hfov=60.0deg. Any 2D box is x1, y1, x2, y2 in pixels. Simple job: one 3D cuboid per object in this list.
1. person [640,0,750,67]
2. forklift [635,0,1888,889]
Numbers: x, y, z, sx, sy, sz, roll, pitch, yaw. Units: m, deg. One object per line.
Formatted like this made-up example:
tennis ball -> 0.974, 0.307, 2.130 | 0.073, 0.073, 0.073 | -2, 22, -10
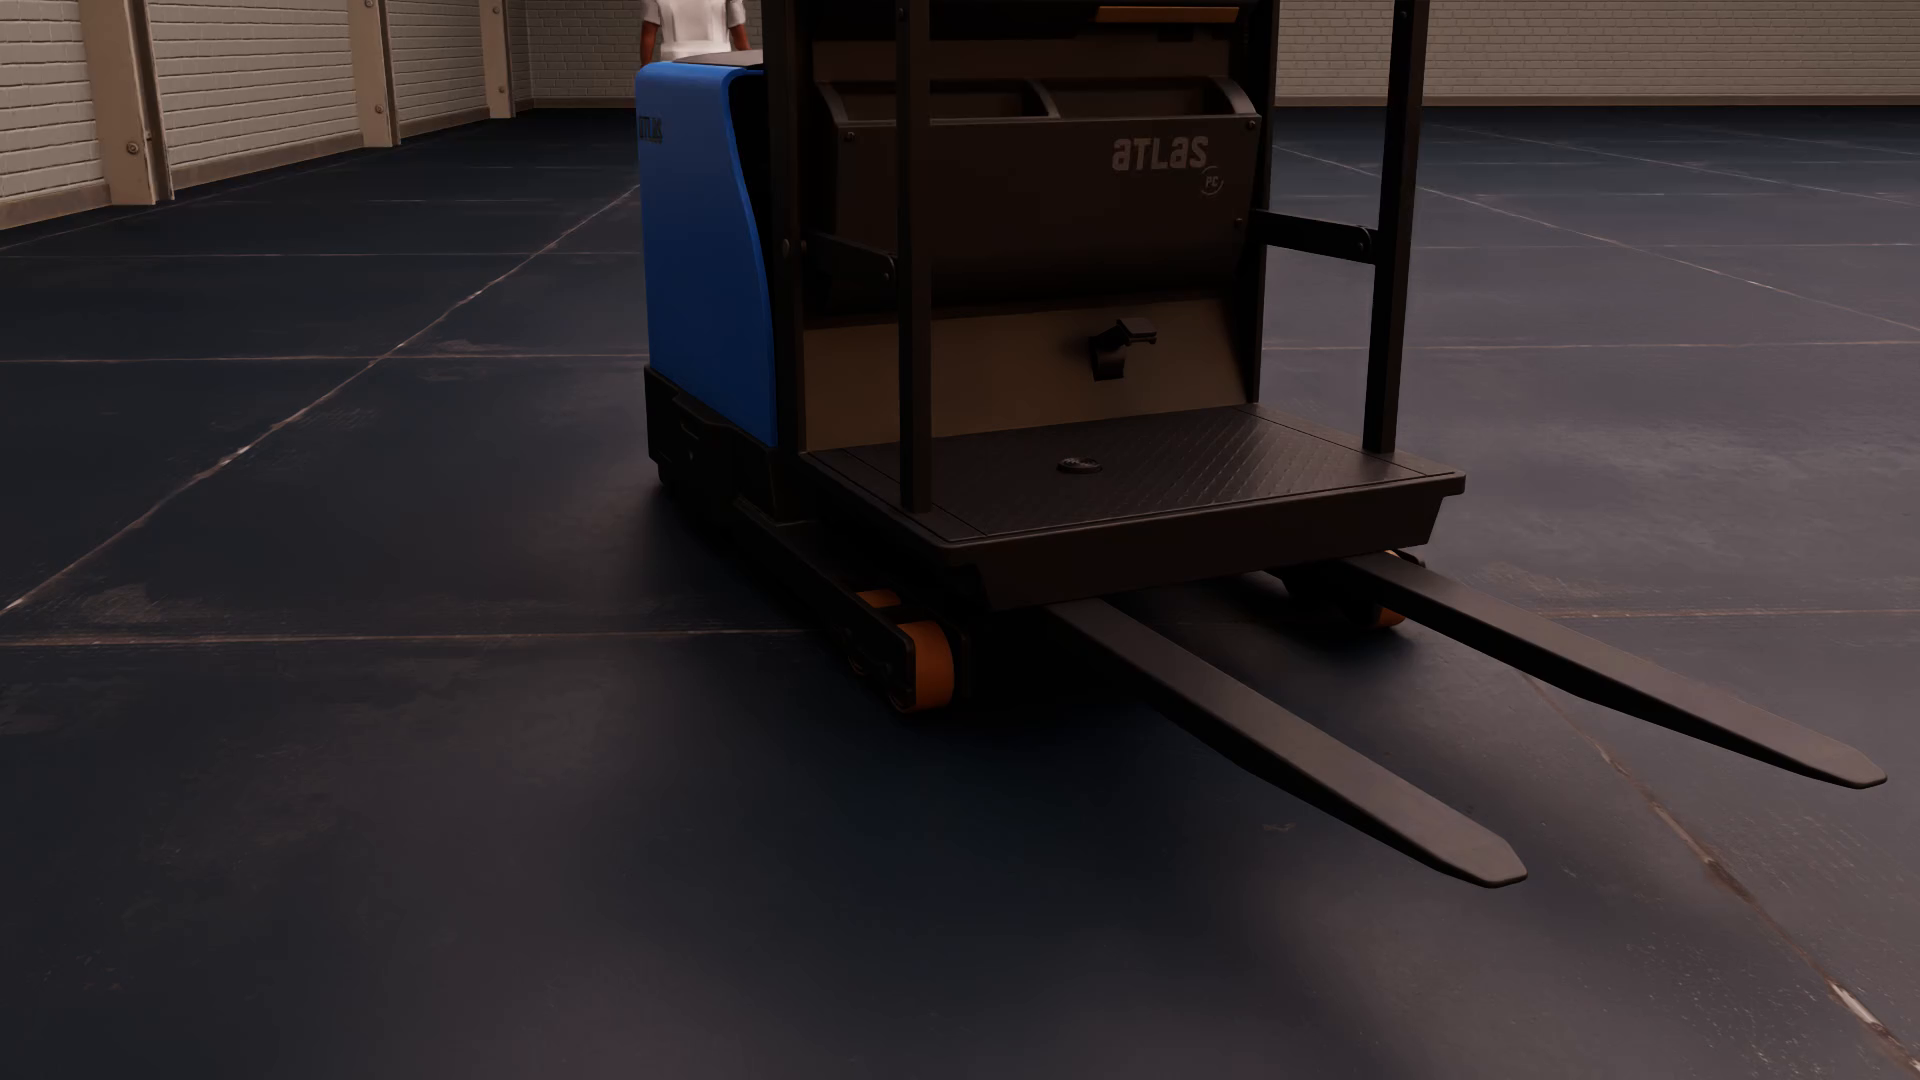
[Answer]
person -> -1.543, -2.715, 9.855 | 0.650, 1.816, 0.545 | -1, 17, -3
forklift -> 0.258, -1.240, 2.962 | 1.130, 2.935, 3.031 | -8, 19, -24
